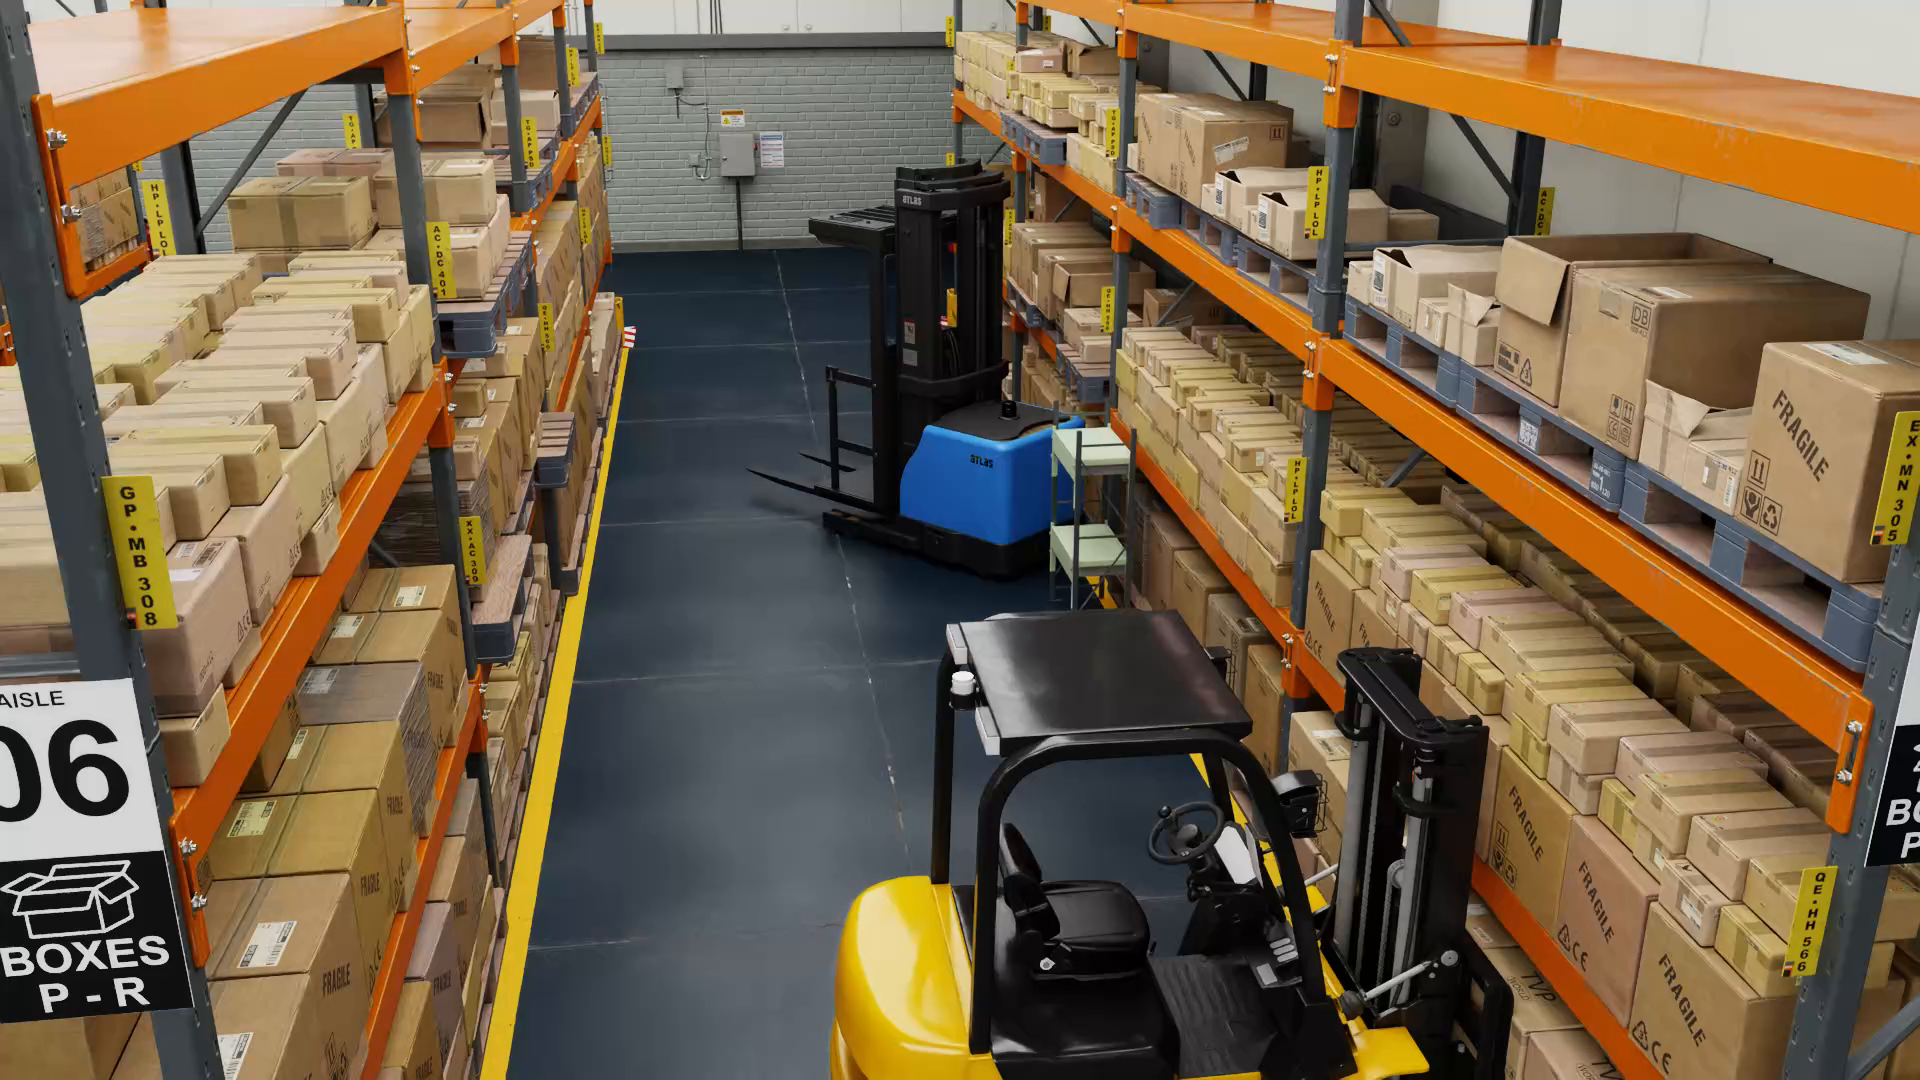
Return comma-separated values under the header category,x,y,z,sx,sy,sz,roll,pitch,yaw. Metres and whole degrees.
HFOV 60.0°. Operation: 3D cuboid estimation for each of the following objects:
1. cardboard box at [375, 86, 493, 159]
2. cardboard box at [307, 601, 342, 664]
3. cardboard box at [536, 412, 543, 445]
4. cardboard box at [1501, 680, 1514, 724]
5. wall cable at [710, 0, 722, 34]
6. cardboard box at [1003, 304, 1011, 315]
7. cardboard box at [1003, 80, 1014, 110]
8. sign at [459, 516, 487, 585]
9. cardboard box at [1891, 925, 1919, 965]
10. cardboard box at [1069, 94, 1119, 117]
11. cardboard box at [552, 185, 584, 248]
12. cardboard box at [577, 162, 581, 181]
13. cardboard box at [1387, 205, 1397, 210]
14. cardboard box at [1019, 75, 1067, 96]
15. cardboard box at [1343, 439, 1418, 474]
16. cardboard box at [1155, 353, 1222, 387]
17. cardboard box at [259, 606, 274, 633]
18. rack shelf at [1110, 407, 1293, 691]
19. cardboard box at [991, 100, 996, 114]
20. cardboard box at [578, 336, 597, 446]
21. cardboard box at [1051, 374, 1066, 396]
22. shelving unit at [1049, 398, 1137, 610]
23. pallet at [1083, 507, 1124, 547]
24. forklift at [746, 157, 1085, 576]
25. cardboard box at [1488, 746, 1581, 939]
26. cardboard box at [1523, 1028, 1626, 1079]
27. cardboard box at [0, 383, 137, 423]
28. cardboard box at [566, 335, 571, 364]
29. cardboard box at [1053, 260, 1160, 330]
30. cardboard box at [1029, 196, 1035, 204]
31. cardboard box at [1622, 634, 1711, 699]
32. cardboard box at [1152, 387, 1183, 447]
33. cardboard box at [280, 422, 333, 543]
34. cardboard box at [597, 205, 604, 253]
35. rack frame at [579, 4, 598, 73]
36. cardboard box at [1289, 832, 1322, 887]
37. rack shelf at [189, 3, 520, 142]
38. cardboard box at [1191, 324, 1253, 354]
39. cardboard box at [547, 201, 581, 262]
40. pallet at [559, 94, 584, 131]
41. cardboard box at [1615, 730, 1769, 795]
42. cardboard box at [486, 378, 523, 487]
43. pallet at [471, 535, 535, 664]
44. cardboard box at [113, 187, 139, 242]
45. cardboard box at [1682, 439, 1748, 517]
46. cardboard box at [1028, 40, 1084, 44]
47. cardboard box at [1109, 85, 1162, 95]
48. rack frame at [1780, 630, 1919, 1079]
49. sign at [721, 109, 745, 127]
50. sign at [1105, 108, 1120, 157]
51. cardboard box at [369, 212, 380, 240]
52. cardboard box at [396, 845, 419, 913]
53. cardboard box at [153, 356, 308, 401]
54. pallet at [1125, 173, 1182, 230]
category,x,y,z,sx,sy,sz,roll,pitch,yaw
cardboard box,-3.660,-2.882,11.616,0.700,0.500,0.500,-4,21,-10
cardboard box,-2.852,0.171,6.473,0.700,0.500,0.500,-3,21,-7
cardboard box,-2.859,-0.704,10.572,0.380,0.149,0.250,-3,21,-8
cardboard box,2.252,0.627,6.179,0.380,0.149,0.250,-3,21,-8
wall cable,-2.075,-8.618,23.375,2.988,3.039,0.133,-3,21,-8
cardboard box,0.485,-2.245,17.912,0.500,0.500,0.500,-3,21,-7
cardboard box,0.688,-4.166,15.584,0.500,0.250,0.500,-3,21,-8
sign,-2.217,0.049,7.560,0.100,0.325,0.005,-3,21,-8
cardboard box,2.943,1.137,4.816,0.380,0.149,0.250,-3,21,-9
cardboard box,1.052,-3.366,12.874,0.380,0.149,0.250,-3,21,-8
cardboard box,-3.735,-2.978,15.329,0.500,0.500,0.500,-3,21,-7
cardboard box,-3.802,-3.490,15.775,0.380,0.149,0.250,-3,21,-8
cardboard box,2.075,-1.683,8.763,0.380,0.149,0.250,-3,21,-8
cardboard box,0.718,-3.903,14.283,0.380,0.149,0.250,-3,21,-9
cardboard box,2.298,-0.432,9.016,0.380,0.149,0.250,-3,21,-8
cardboard box,1.488,-1.108,10.824,0.380,0.149,0.250,-3,21,-7
cardboard box,-2.094,0.187,4.502,0.380,0.149,0.250,-3,21,-8
rack shelf,1.870,-0.122,10.285,1.077,0.370,4.000,-3,21,-8
cardboard box,0.516,-4.379,16.724,0.380,0.149,0.250,-3,21,-7
cardboard box,-3.738,-1.276,14.782,0.875,0.875,0.875,-2,21,-6
cardboard box,1.010,-1.366,14.632,0.380,0.149,0.250,-3,21,-8
shelving unit,0.902,-0.144,11.457,0.431,1.500,0.755,-3,21,-8
pallet,1.511,-0.106,13.198,1.003,0.211,1.213,-3,21,-8
forklift,-0.470,-1.517,13.088,3.031,2.935,1.130,17,26,38
cardboard box,2.264,1.056,5.958,0.500,0.500,0.500,-3,21,-9
cardboard box,2.280,1.921,5.687,0.500,0.250,0.500,-3,21,-7
cardboard box,-2.597,-0.340,4.771,0.380,0.149,0.250,-4,21,-9
cardboard box,-3.387,-1.542,13.271,0.500,0.250,0.500,-3,21,-8
cardboard box,1.163,-1.953,13.410,0.797,0.503,0.637,-3,21,-9
cardboard box,0.830,-3.666,18.535,0.500,0.250,0.500,-3,21,-8
cardboard box,2.703,0.464,6.192,0.380,0.149,0.250,-3,21,-7
cardboard box,1.532,-0.794,10.556,0.500,0.250,0.500,-3,21,-9
cardboard box,-2.147,-0.145,4.819,0.500,0.250,0.500,-2,21,-6
cardboard box,-4.010,-3.211,17.384,0.500,0.500,0.500,-2,21,-6
rack frame,-4.483,-6.481,17.706,1.000,3.000,0.127,-3,21,-8
cardboard box,1.900,1.509,8.220,0.500,0.250,0.500,-3,21,-7
rack shelf,-3.041,-2.494,8.632,1.077,0.370,4.000,-3,21,-8
cardboard box,1.829,-1.400,11.608,0.380,0.149,0.250,-2,21,-6
cardboard box,-3.593,-2.658,14.475,0.500,0.500,0.500,-2,21,-6
pallet,-4.014,-3.933,15.298,1.003,0.211,1.213,-3,21,-8
cardboard box,2.382,0.751,5.422,0.380,0.149,0.250,-3,21,-7
cardboard box,-2.752,-0.598,9.361,0.500,0.500,0.500,-4,21,-10
pallet,-2.719,0.303,8.393,1.003,0.211,1.213,-3,21,-8
cardboard box,-9.047,-3.429,17.542,0.500,0.500,0.500,-2,21,-7
cardboard box,2.315,-0.185,4.752,0.380,0.149,0.250,-4,21,-9
cardboard box,0.973,-4.958,16.991,0.500,0.250,0.500,-3,21,-8
cardboard box,1.412,-3.577,13.410,0.380,0.149,0.250,-2,21,-6
rack frame,2.735,1.618,4.597,1.000,3.000,0.127,-3,21,-8
sign,-3.304,-6.132,24.168,0.339,0.242,0.001,-3,21,-8
sign,1.044,-2.773,11.327,0.100,0.325,0.005,-3,21,-8
cardboard box,-3.049,-1.417,8.051,0.500,0.250,0.500,-3,21,-7
cardboard box,-2.175,1.227,6.002,0.380,0.149,0.250,-3,21,-7
cardboard box,-2.214,-0.453,5.075,0.380,0.149,0.250,-2,21,-7
pallet,1.768,-2.238,10.904,1.213,0.211,1.003,-2,21,-5
